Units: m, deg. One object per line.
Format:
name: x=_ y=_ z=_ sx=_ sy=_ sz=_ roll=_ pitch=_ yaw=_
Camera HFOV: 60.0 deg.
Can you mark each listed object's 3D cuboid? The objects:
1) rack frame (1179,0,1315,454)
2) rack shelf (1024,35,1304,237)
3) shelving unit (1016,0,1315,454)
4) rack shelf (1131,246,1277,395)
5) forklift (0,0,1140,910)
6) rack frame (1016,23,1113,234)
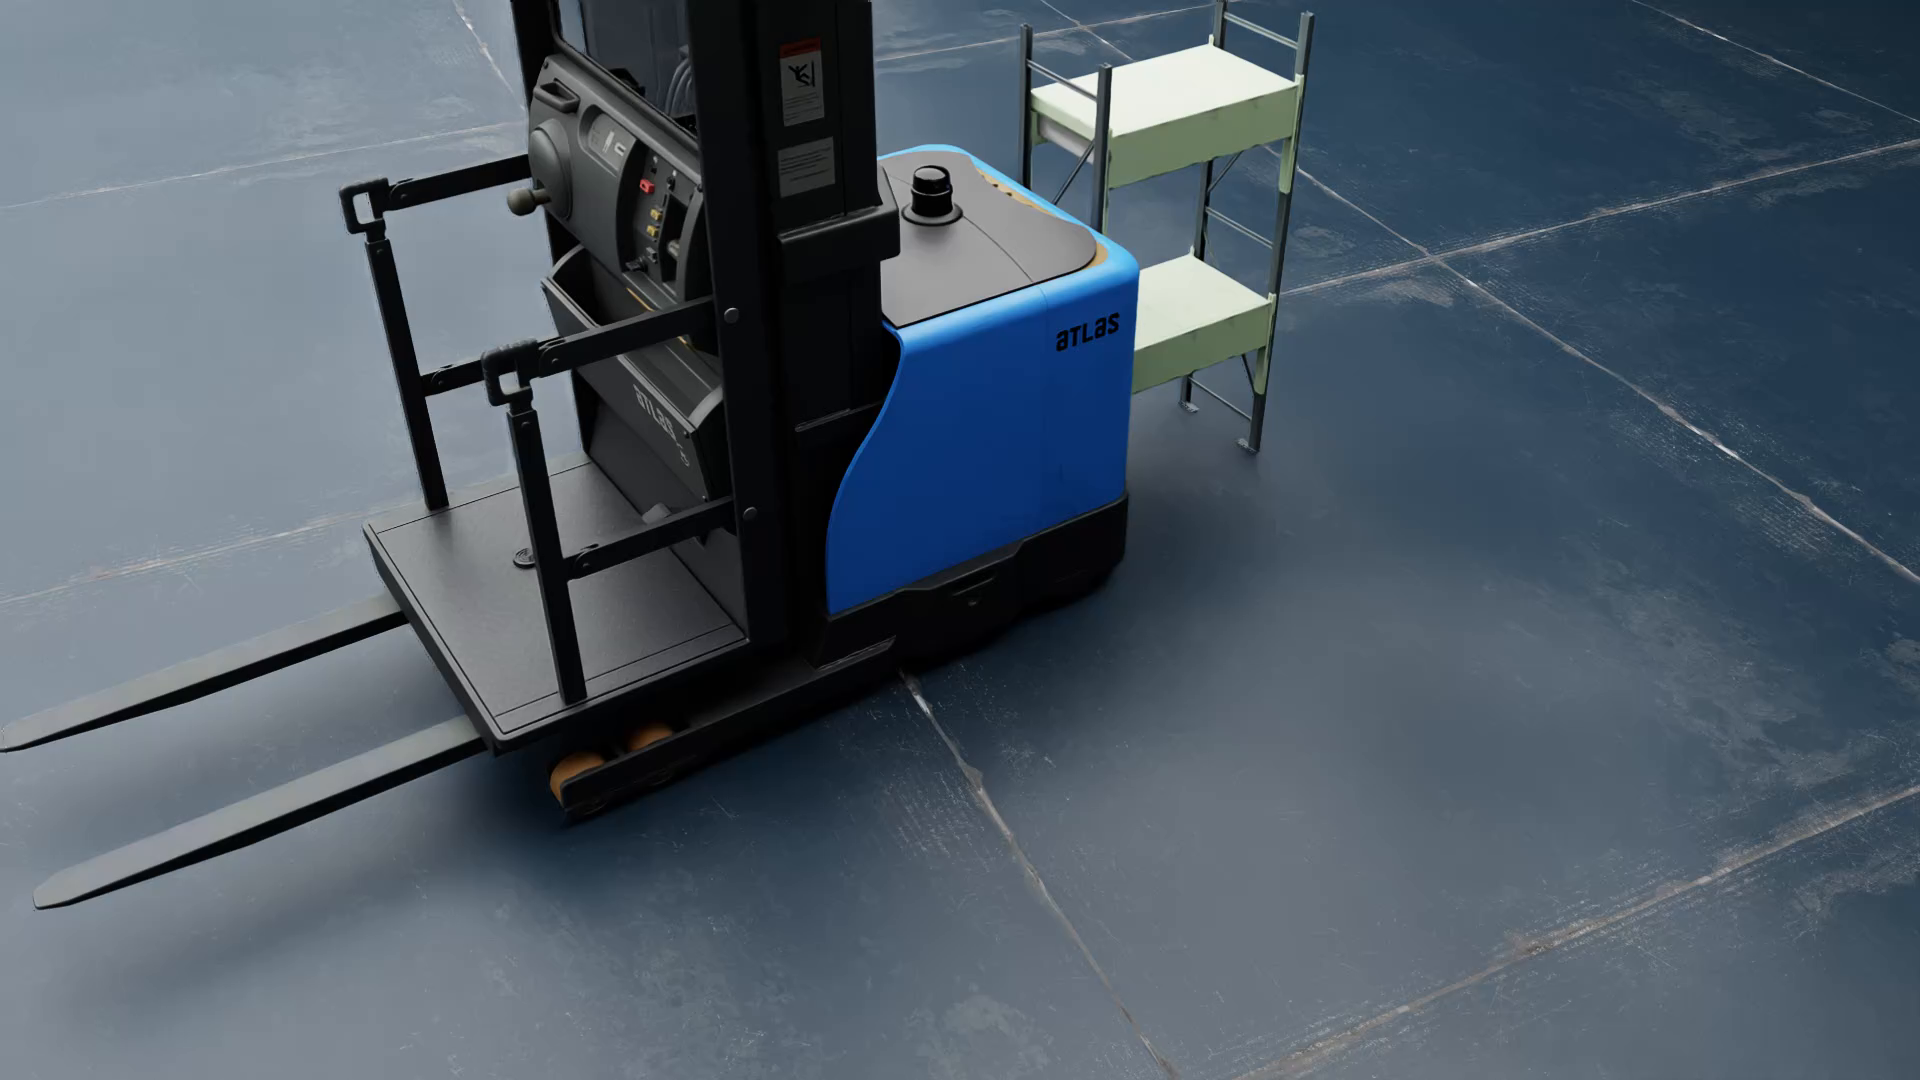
rack frame: x=0.898 y=-0.998 z=5.336 sx=0.023 sy=1.500 sz=0.400 roll=-22 pitch=42 yaw=-26
rack shelf: x=0.593 y=-1.190 z=4.941 sx=0.720 sy=0.370 sz=0.431 roll=-22 pitch=42 yaw=-26
shelving unit: x=0.593 y=-0.877 z=5.173 sx=0.755 sy=1.500 sz=0.431 roll=-22 pitch=42 yaw=-26
rack shelf: x=0.593 y=-0.615 z=5.368 sx=0.720 sy=0.370 sz=0.431 roll=-22 pitch=42 yaw=-26
forklift: x=-1.008 y=-0.829 z=3.907 sx=3.031 sy=2.935 sz=1.130 roll=-22 pitch=42 yaw=-26
rack frame: x=0.288 y=-0.757 z=5.011 sx=0.023 sy=1.500 sz=0.400 roll=-22 pitch=42 yaw=-26
